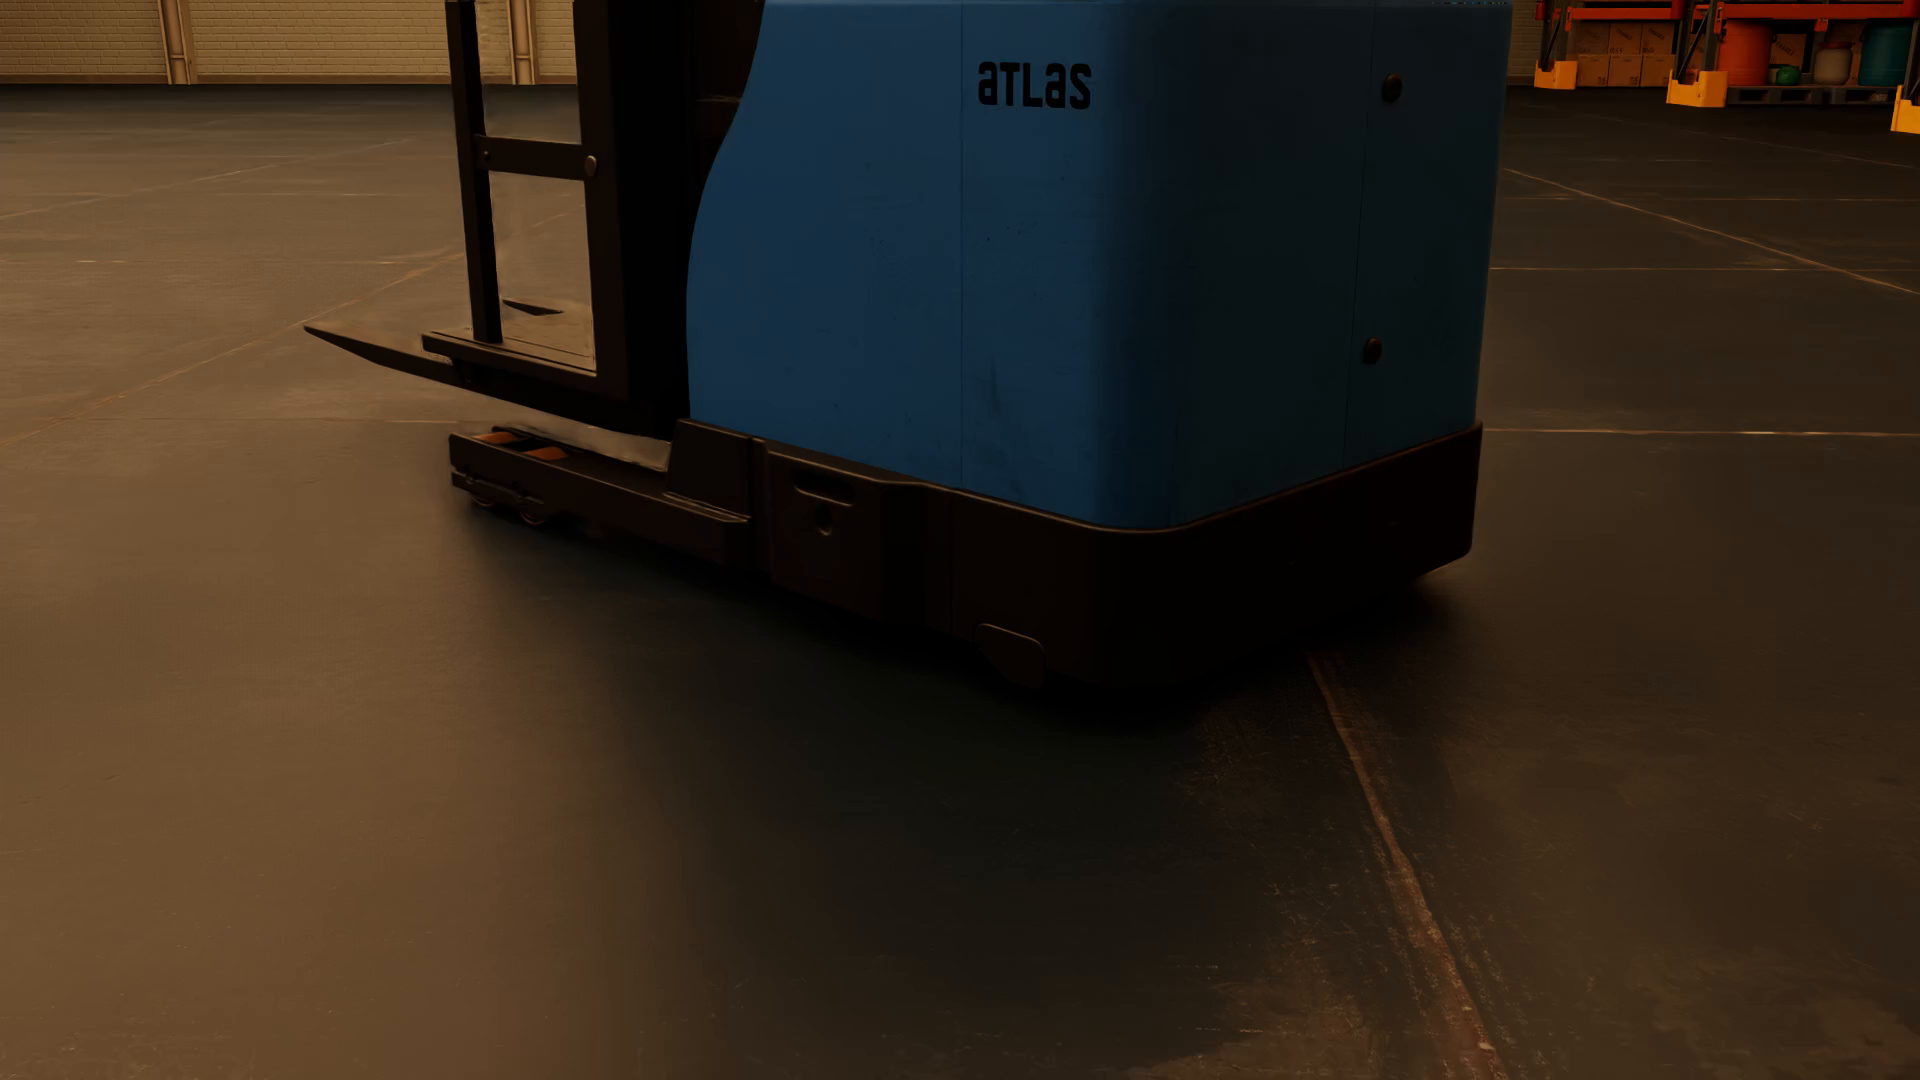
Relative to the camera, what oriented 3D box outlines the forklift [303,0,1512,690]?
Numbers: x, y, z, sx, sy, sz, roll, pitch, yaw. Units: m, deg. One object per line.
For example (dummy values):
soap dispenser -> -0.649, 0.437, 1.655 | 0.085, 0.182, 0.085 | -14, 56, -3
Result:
forklift -> -0.459, -1.525, 3.340 | 3.031, 2.935, 1.130 | 16, 23, 42
